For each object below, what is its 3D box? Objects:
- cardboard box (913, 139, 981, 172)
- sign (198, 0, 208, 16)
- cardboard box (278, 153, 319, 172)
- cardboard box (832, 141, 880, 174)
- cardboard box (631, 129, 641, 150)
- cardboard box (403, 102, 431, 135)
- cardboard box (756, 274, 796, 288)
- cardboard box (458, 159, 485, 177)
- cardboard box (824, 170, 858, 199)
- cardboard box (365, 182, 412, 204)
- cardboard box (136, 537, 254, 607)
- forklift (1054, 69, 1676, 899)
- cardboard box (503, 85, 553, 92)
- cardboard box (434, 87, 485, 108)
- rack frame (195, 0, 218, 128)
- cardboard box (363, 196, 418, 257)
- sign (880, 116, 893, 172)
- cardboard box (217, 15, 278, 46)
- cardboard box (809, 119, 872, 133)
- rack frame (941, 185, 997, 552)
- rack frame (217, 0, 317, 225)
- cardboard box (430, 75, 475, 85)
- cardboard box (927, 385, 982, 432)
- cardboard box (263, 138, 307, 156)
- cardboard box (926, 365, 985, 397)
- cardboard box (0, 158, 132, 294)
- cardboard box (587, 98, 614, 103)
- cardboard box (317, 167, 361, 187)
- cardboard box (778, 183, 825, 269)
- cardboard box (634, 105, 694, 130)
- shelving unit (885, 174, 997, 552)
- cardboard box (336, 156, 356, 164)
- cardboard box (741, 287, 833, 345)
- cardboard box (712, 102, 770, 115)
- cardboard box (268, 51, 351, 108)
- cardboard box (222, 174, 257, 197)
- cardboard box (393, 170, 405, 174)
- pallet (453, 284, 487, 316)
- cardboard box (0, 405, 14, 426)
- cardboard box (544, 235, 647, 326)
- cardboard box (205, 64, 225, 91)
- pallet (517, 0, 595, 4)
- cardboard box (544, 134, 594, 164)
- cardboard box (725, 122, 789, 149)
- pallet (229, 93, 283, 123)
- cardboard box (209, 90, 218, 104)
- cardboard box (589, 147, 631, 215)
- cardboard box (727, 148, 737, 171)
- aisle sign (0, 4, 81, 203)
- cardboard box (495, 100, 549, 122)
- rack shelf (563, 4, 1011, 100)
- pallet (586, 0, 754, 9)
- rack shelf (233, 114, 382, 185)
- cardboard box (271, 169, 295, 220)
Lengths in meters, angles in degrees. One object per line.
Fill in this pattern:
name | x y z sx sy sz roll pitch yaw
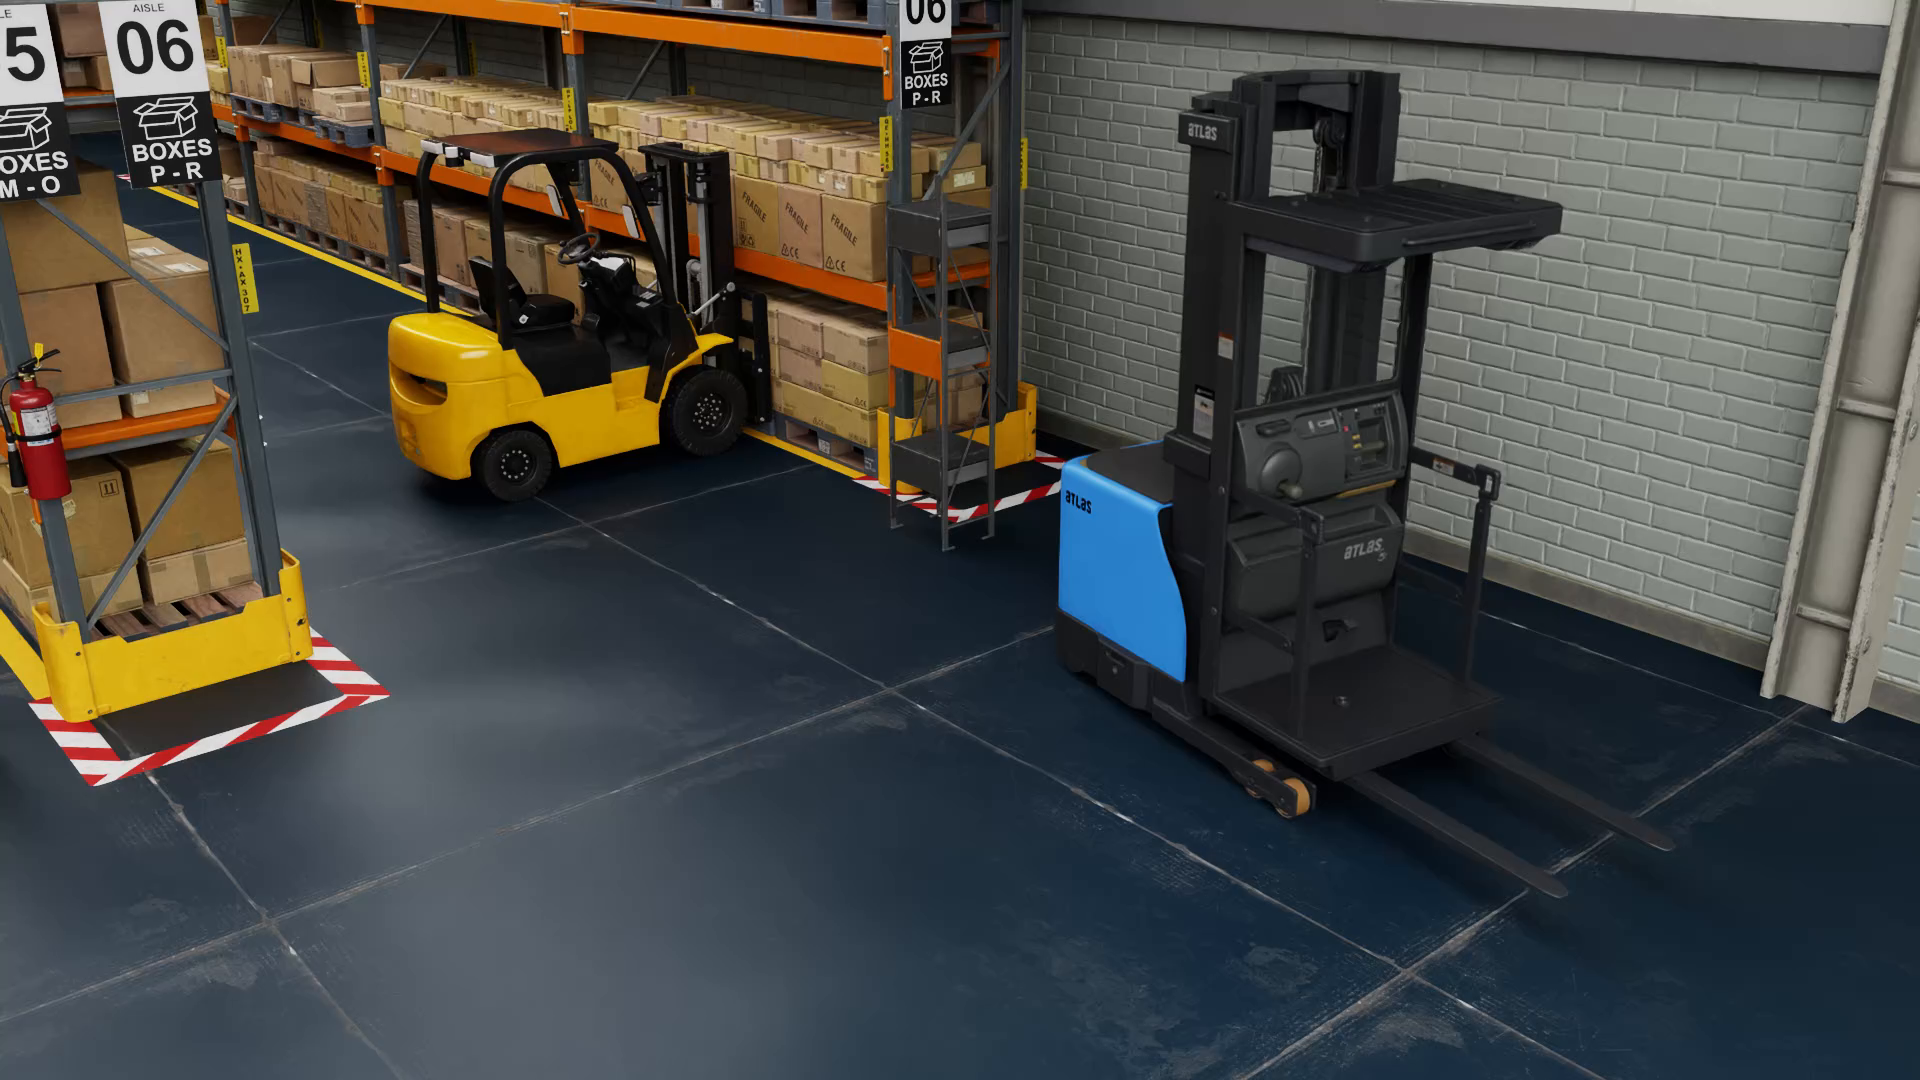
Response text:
cardboard box | -0.082 -2.509 10.842 0.380 0.149 0.250 -18 28 -38
sign | -10.035 -7.111 22.006 0.100 0.325 0.005 -17 27 -37
cardboard box | -7.409 -4.238 18.654 0.380 0.149 0.250 -19 28 -40
cardboard box | -0.602 -2.475 10.754 0.380 0.149 0.250 -17 27 -37
cardboard box | -2.265 -3.044 12.617 0.380 0.149 0.250 -18 27 -38
cardboard box | -4.816 -3.932 15.430 0.500 0.250 0.500 -16 27 -36
cardboard box | -1.171 -1.858 12.437 0.500 0.250 0.500 -18 28 -38
cardboard box | -4.138 -3.413 14.791 0.500 0.250 0.500 -16 27 -36
cardboard box | -0.652 -2.319 10.766 0.380 0.149 0.250 -17 27 -37
cardboard box | -5.761 -3.498 16.764 0.380 0.149 0.250 -19 28 -40
cardboard box | -4.099 0.101 8.808 0.500 0.250 0.500 -18 28 -38
forklift | 1.672 -0.389 6.958 1.130 2.935 3.031 -13 25 -29
cardboard box | -3.951 -4.072 15.242 0.380 0.149 0.250 -18 28 -38
cardboard box | -4.532 -4.009 15.079 0.380 0.149 0.250 -17 27 -37
rack frame | -10.468 -6.298 21.952 1.000 3.000 0.127 -17 27 -37
cardboard box | -5.685 -3.185 16.856 0.500 0.500 0.500 -16 27 -36
sign | -0.444 -2.402 10.091 0.100 0.325 0.005 -17 27 -37
cardboard box | -8.628 -6.086 20.179 0.500 0.500 0.500 -18 28 -39
cardboard box | -0.848 -2.893 11.824 0.380 0.149 0.250 -18 28 -39
rack frame | 0.051 -0.956 9.546 0.400 2.100 0.015 -17 27 -37
rack frame | -7.857 -5.193 19.130 1.000 3.000 0.127 -17 27 -37
cardboard box | -4.881 -4.395 16.066 0.380 0.149 0.250 -16 27 -36
cardboard box | -0.197 -0.975 11.556 0.500 0.250 0.500 -17 27 -37
cardboard box | -7.619 -4.443 18.768 0.380 0.149 0.250 -19 28 -40
cardboard box | -0.174 -1.205 11.457 0.500 0.250 0.500 -17 27 -36
cardboard box | -4.281 -1.435 7.619 0.700 0.500 0.500 -18 28 -39
cardboard box | -3.182 -3.701 14.294 0.380 0.149 0.250 -18 28 -38
cardboard box | -6.605 -3.871 17.717 0.380 0.149 0.250 -19 28 -40
cardboard box | -0.876 -2.143 11.207 0.500 0.500 0.500 -16 27 -36
cardboard box | -2.240 -3.192 12.587 0.380 0.149 0.250 -18 28 -38
shelving unit | -0.108 -1.023 9.718 0.431 2.100 0.503 -17 27 -37
cardboard box | -6.732 -4.204 18.567 0.380 0.149 0.250 -17 27 -36
cardboard box | -1.236 -1.588 11.750 0.500 0.250 0.500 -17 27 -37
cardboard box | -1.672 -3.250 12.736 0.380 0.149 0.250 -18 28 -38
cardboard box | -6.861 -4.889 17.639 0.700 0.500 0.500 -18 27 -38
cardboard box | -8.677 -4.298 20.019 0.396 0.266 0.258 -16 27 -36
cardboard box | -5.834 -3.867 17.706 0.380 0.149 0.250 -19 28 -40
pallet | -3.946 -2.216 15.353 1.003 0.211 1.213 -17 27 -37
cardboard box | -4.438 -0.674 7.937 0.380 0.149 0.250 -18 28 -38
cardboard box | -2.984 -2.214 14.205 0.875 0.625 0.625 -16 26 -35
cardboard box | -8.713 -5.480 19.659 0.500 0.250 0.500 -17 27 -37
pallet | -3.221 -4.531 13.589 0.805 0.209 1.217 -19 28 -39
cardboard box | -3.150 -3.221 13.614 0.500 0.250 0.500 -18 28 -39
cardboard box | -1.423 -2.836 11.678 0.380 0.149 0.250 -17 27 -37
pallet | -7.418 -4.857 18.535 1.003 0.211 1.213 -17 27 -37
cardboard box | -8.631 -5.237 19.587 0.380 0.149 0.250 -17 27 -36
cardboard box | -2.543 -2.845 12.997 0.500 0.500 0.500 -18 28 -39
cardboard box | -1.413 -2.695 11.724 0.380 0.149 0.250 -18 27 -38
aisle sign | -3.961 -1.820 6.952 0.394 0.787 0.004 -17 27 -37
cardboard box | -3.724 -3.649 14.160 0.380 0.149 0.250 -18 28 -39
rack shelf | -1.330 -3.492 11.661 1.077 0.370 4.000 -17 27 -37
pallet | -2.059 -4.109 12.370 1.003 0.211 1.213 -17 27 -37
rack shelf | -6.552 -4.306 17.851 1.077 0.370 4.000 -17 27 -37
cardboard box | -7.357 -3.893 18.662 0.500 0.500 0.500 -18 28 -38
